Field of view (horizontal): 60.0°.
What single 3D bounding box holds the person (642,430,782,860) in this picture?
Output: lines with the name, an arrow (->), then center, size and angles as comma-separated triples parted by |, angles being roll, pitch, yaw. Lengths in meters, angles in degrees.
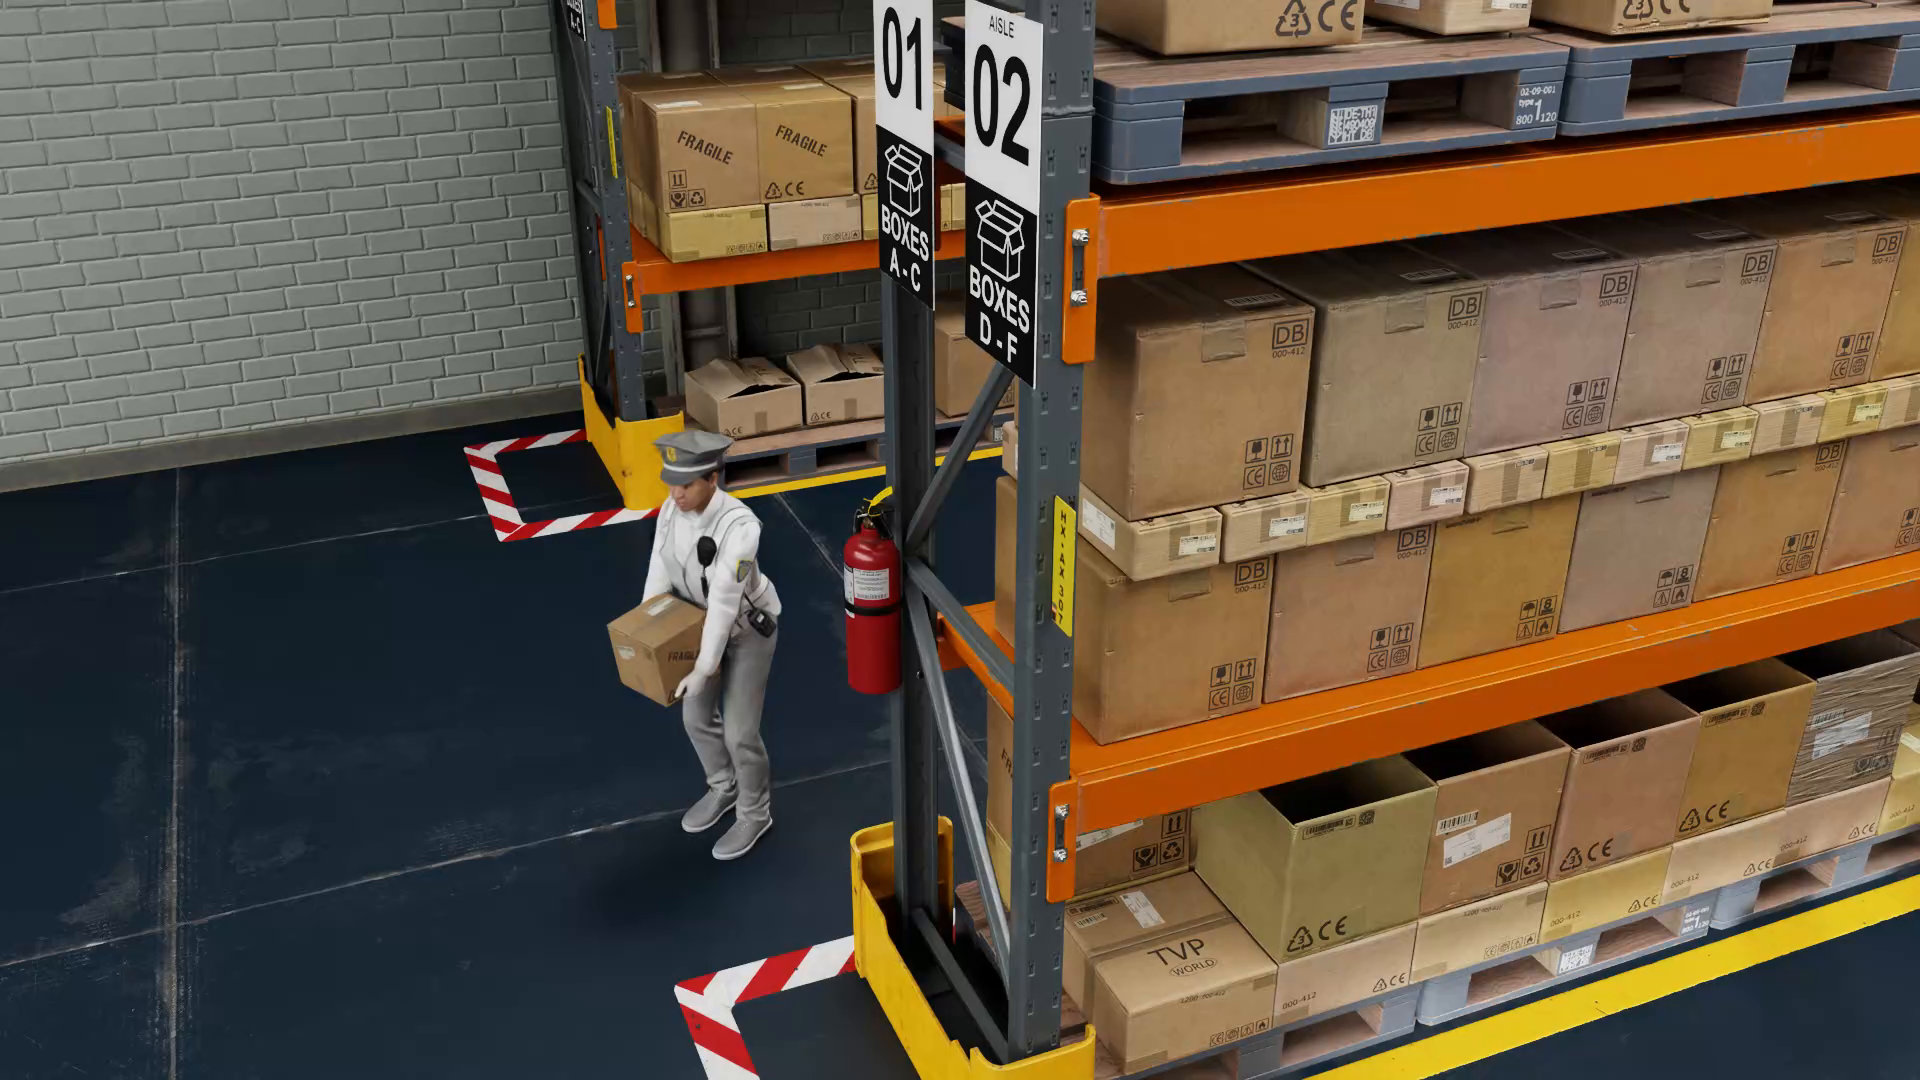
person -> -0.881, 0.376, 5.875 | 0.418, 1.647, 0.561 | 18, 31, 32
